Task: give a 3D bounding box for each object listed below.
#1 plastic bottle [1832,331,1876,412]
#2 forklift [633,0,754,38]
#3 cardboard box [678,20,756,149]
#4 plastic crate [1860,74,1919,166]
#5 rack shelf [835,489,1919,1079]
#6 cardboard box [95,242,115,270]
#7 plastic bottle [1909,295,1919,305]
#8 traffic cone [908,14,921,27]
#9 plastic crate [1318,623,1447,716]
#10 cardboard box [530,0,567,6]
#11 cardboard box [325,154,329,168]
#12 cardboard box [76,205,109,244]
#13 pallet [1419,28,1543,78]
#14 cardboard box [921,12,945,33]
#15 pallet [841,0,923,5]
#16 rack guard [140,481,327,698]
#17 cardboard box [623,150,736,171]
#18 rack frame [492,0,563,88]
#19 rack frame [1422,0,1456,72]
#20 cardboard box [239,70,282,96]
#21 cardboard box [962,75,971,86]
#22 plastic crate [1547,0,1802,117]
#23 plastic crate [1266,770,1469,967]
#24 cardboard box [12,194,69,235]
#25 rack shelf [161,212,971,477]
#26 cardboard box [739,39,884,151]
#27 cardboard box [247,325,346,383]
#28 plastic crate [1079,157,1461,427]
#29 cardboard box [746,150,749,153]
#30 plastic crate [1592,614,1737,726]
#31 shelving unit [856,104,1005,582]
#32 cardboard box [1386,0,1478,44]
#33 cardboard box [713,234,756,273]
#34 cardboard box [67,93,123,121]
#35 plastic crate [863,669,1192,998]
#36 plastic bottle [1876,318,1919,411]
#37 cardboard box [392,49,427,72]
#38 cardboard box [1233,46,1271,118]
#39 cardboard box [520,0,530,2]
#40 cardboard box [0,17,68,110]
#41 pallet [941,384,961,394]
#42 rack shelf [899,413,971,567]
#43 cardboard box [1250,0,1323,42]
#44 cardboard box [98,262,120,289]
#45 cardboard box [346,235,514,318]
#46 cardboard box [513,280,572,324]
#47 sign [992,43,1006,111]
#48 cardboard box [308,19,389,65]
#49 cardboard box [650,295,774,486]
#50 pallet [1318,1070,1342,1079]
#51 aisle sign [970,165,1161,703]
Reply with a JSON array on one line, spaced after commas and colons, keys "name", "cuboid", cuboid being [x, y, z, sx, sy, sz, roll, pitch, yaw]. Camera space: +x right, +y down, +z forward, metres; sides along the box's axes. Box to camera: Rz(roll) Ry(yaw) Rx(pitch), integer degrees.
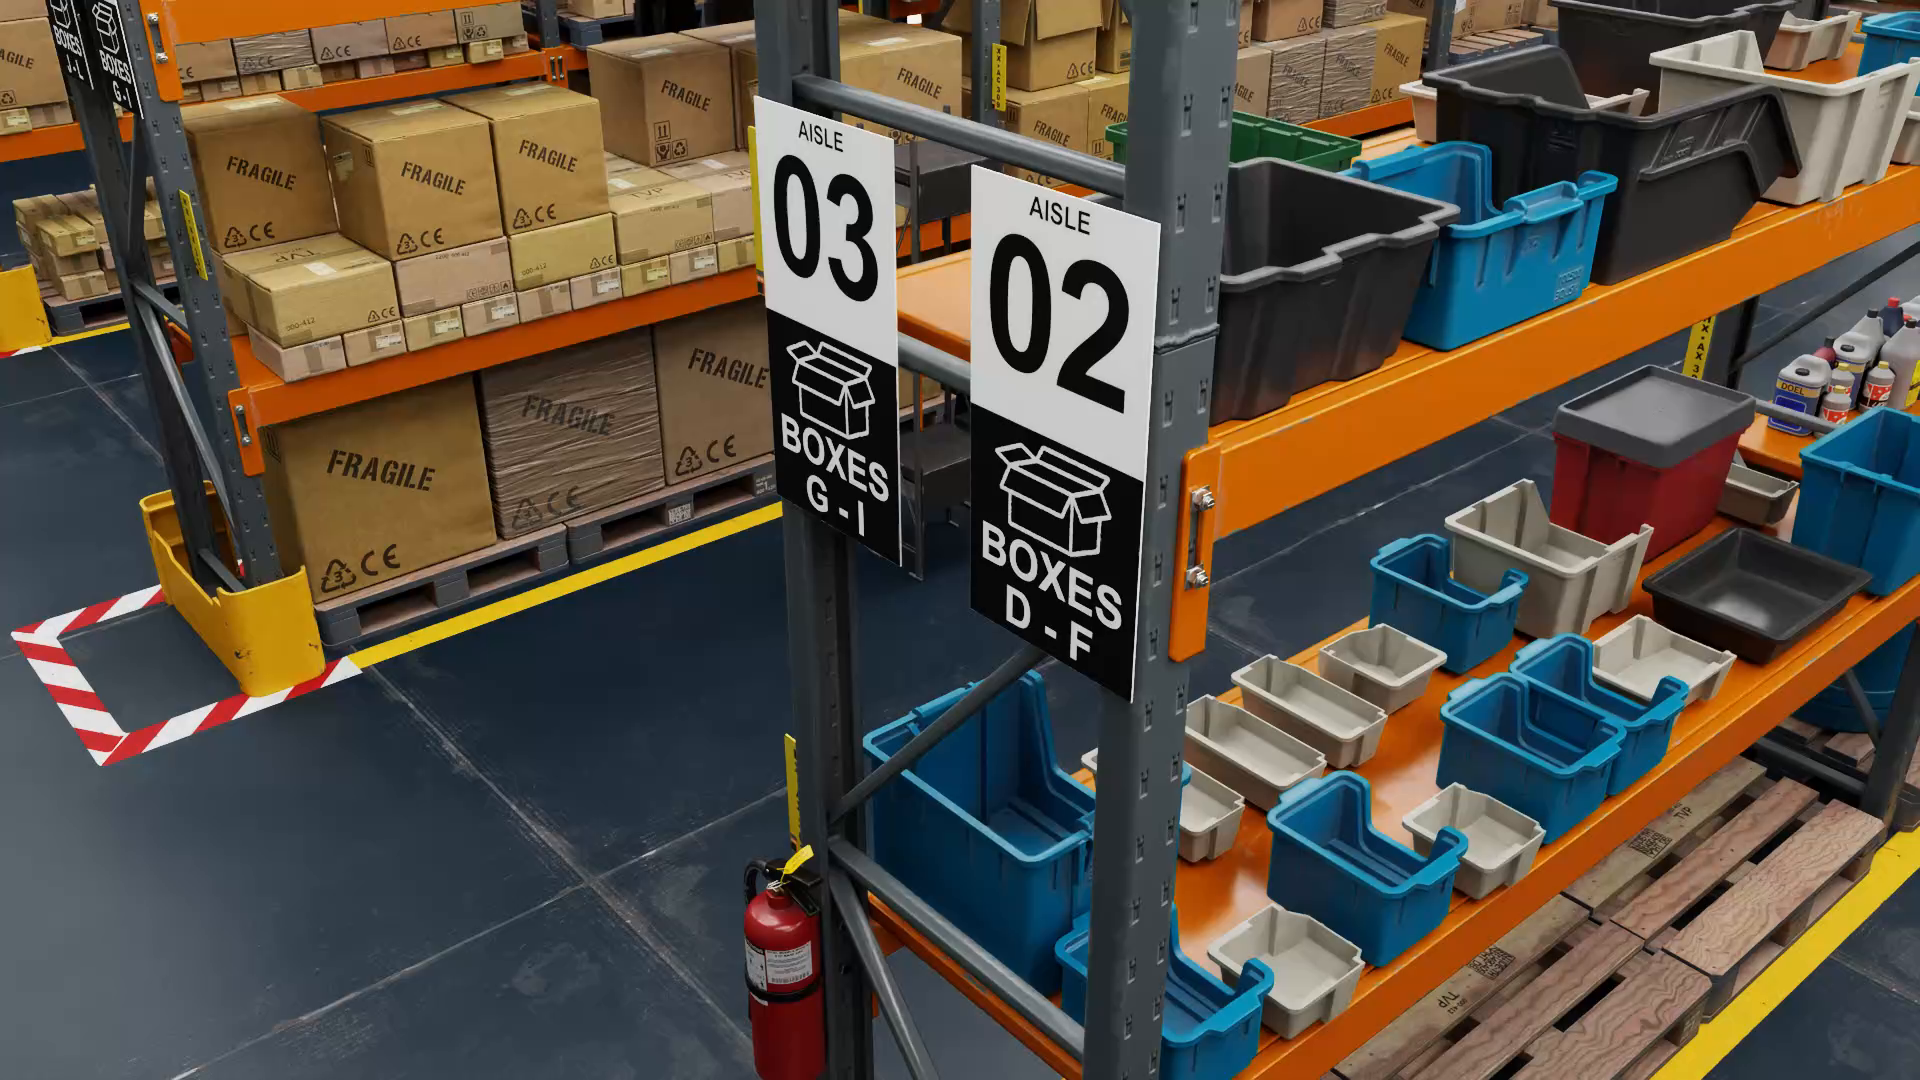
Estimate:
[{"name": "plastic bottle", "cuboid": [3.420, -0.657, 6.428, 0.135, 0.276, 0.152, -22, 35, -35]}, {"name": "forklift", "cuboid": [-1.186, -2.855, 10.483, 3.031, 2.935, 1.130, -24, 37, -38]}, {"name": "cardboard box", "cuboid": [-1.073, -2.332, 8.480, 0.500, 0.500, 0.500, -22, 35, -35]}, {"name": "plastic crate", "cuboid": [2.331, -1.044, 4.119, 0.466, 0.136, 0.293, -22, 35, -35]}, {"name": "rack shelf", "cuboid": [1.530, 0.566, 4.772, 4.000, 0.370, 1.077, -22, 35, -35]}, {"name": "cardboard box", "cuboid": [-5.538, -1.916, 10.916, 0.250, 0.149, 0.380, -22, 35, -35]}, {"name": "plastic bottle", "cuboid": [3.906, -0.852, 6.794, 0.135, 0.276, 0.152, -22, 35, -35]}, {"name": "traffic cone", "cuboid": [-0.544, -6.140, 19.248, 0.334, 0.463, 0.336, -22, 35, -35]}, {"name": "plastic crate", "cuboid": [1.151, 0.361, 4.608, 0.250, 0.136, 0.298, -22, 35, -35]}, {"name": "cardboard box", "cuboid": [-3.132, -4.215, 12.776, 0.250, 0.149, 0.380, -23, 36, -36]}, {"name": "cardboard box", "cuboid": [-4.694, -2.700, 12.068, 0.250, 0.149, 0.380, -24, 36, -37]}, {"name": "cardboard box", "cuboid": [-5.598, -2.081, 10.910, 0.250, 0.149, 0.380, -21, 35, -34]}, {"name": "pallet", "cuboid": [3.353, -3.534, 11.885, 1.003, 0.211, 1.213, -22, 35, -35]}, {"name": "cardboard box", "cuboid": [0.259, -4.519, 15.465, 0.750, 0.750, 1.050, -22, 35, -36]}, {"name": "pallet", "cuboid": [-0.735, -4.831, 14.312, 1.003, 0.211, 1.213, -22, 35, -35]}, {"name": "rack guard", "cuboid": [-3.224, 0.194, 7.356, 0.348, 0.500, 1.175, -22, 35, -35]}, {"name": "cardboard box", "cuboid": [-1.462, -1.844, 8.361, 0.500, 0.250, 0.500, -21, 35, -34]}, {"name": "rack frame", "cuboid": [-3.305, -3.949, 12.456, 0.127, 3.000, 1.000, -22, 35, -35]}, {"name": "rack frame", "cuboid": [2.880, -3.363, 11.360, 0.127, 3.000, 1.000, -22, 35, -35]}, {"name": "cardboard box", "cuboid": [-4.735, -3.091, 11.118, 0.250, 0.149, 0.380, -20, 34, -33]}, {"name": "cardboard box", "cuboid": [0.016, -2.424, 9.498, 0.500, 0.500, 0.500, -22, 35, -35]}, {"name": "plastic crate", "cuboid": [1.929, -1.347, 4.544, 0.590, 0.269, 0.497, -22, 35, -35]}, {"name": "plastic crate", "cuboid": [0.911, 0.749, 3.780, 0.300, 0.233, 0.416, -22, 35, -35]}, {"name": "cardboard box", "cuboid": [-6.110, -2.168, 11.072, 0.250, 0.149, 0.380, -21, 35, -34]}, {"name": "rack shelf", "cuboid": [-1.684, -1.210, 8.095, 4.000, 0.370, 1.077, -22, 35, -35]}, {"name": "cardboard box", "cuboid": [-0.723, -2.147, 8.132, 0.500, 0.500, 0.500, -21, 35, -34]}, {"name": "cardboard box", "cuboid": [-2.722, -0.795, 6.822, 0.250, 0.149, 0.380, -21, 35, -34]}, {"name": "plastic crate", "cuboid": [0.483, -0.423, 2.815, 0.590, 0.269, 0.497, -22, 35, -35]}, {"name": "cardboard box", "cuboid": [-0.721, -1.816, 8.309, 0.500, 0.250, 0.500, -21, 34, -33]}, {"name": "plastic crate", "cuboid": [1.922, 0.367, 4.597, 0.466, 0.136, 0.293, -22, 35, -35]}, {"name": "shelving unit", "cuboid": [-0.126, -0.875, 7.660, 0.503, 2.100, 0.431, -22, 35, -35]}, {"name": "cardboard box", "cuboid": [3.265, -3.772, 11.573, 0.500, 0.500, 0.500, 23, 36, 36]}, {"name": "cardboard box", "cuboid": [-1.160, -1.424, 7.999, 0.250, 0.149, 0.380, -23, 35, -36]}, {"name": "cardboard box", "cuboid": [-5.483, -2.751, 10.483, 0.250, 0.149, 0.380, -23, 36, -36]}, {"name": "plastic crate", "cuboid": [0.142, 0.649, 3.752, 0.499, 0.435, 0.616, -22, 35, -35]}, {"name": "plastic bottle", "cuboid": [3.632, -0.688, 6.408, 0.185, 0.351, 0.144, -22, 35, -35]}, {"name": "cardboard box", "cuboid": [-3.979, -3.434, 11.760, 0.250, 0.149, 0.380, -23, 36, -36]}, {"name": "cardboard box", "cuboid": [1.502, -2.701, 10.016, 0.500, 0.500, 0.500, -21, 35, -34]}, {"name": "cardboard box", "cuboid": [-4.813, -5.711, 17.564, 0.875, 0.875, 0.875, -21, 35, -34]}, {"name": "cardboard box", "cuboid": [-5.827, -2.938, 10.144, 0.500, 0.500, 0.500, -20, 34, -33]}, {"name": "pallet", "cuboid": [0.375, -1.172, 10.220, 1.213, 0.211, 1.003, -22, 35, -35]}, {"name": "rack shelf", "cuboid": [-0.126, -0.246, 7.997, 0.480, 0.518, 0.431, -22, 35, -35]}, {"name": "cardboard box", "cuboid": [1.816, -3.433, 10.321, 0.637, 0.503, 0.797, -21, 35, -34]}, {"name": "cardboard box", "cuboid": [-5.596, -1.808, 11.029, 0.250, 0.149, 0.380, -22, 35, -35]}, {"name": "cardboard box", "cuboid": [-2.274, -1.192, 7.141, 0.500, 0.250, 0.500, -22, 35, -35]}, {"name": "cardboard box", "cuboid": [-1.941, -1.110, 7.411, 0.250, 0.149, 0.380, -23, 36, -36]}, {"name": "sign", "cuboid": [0.198, -2.357, 8.476, 0.005, 0.325, 0.100, -22, 35, -35]}, {"name": "cardboard box", "cuboid": [-4.265, -3.564, 11.316, 0.500, 0.500, 0.500, -22, 35, -35]}, {"name": "cardboard box", "cuboid": [-1.402, -0.939, 8.633, 0.875, 0.875, 0.875, -22, 35, -35]}, {"name": "pallet", "cuboid": [0.661, 1.852, 4.561, 1.213, 0.211, 1.003, -22, 35, -35]}, {"name": "aisle sign", "cuboid": [0.147, -0.158, 2.604, 0.004, 0.787, 0.394, -22, 35, -35]}]
